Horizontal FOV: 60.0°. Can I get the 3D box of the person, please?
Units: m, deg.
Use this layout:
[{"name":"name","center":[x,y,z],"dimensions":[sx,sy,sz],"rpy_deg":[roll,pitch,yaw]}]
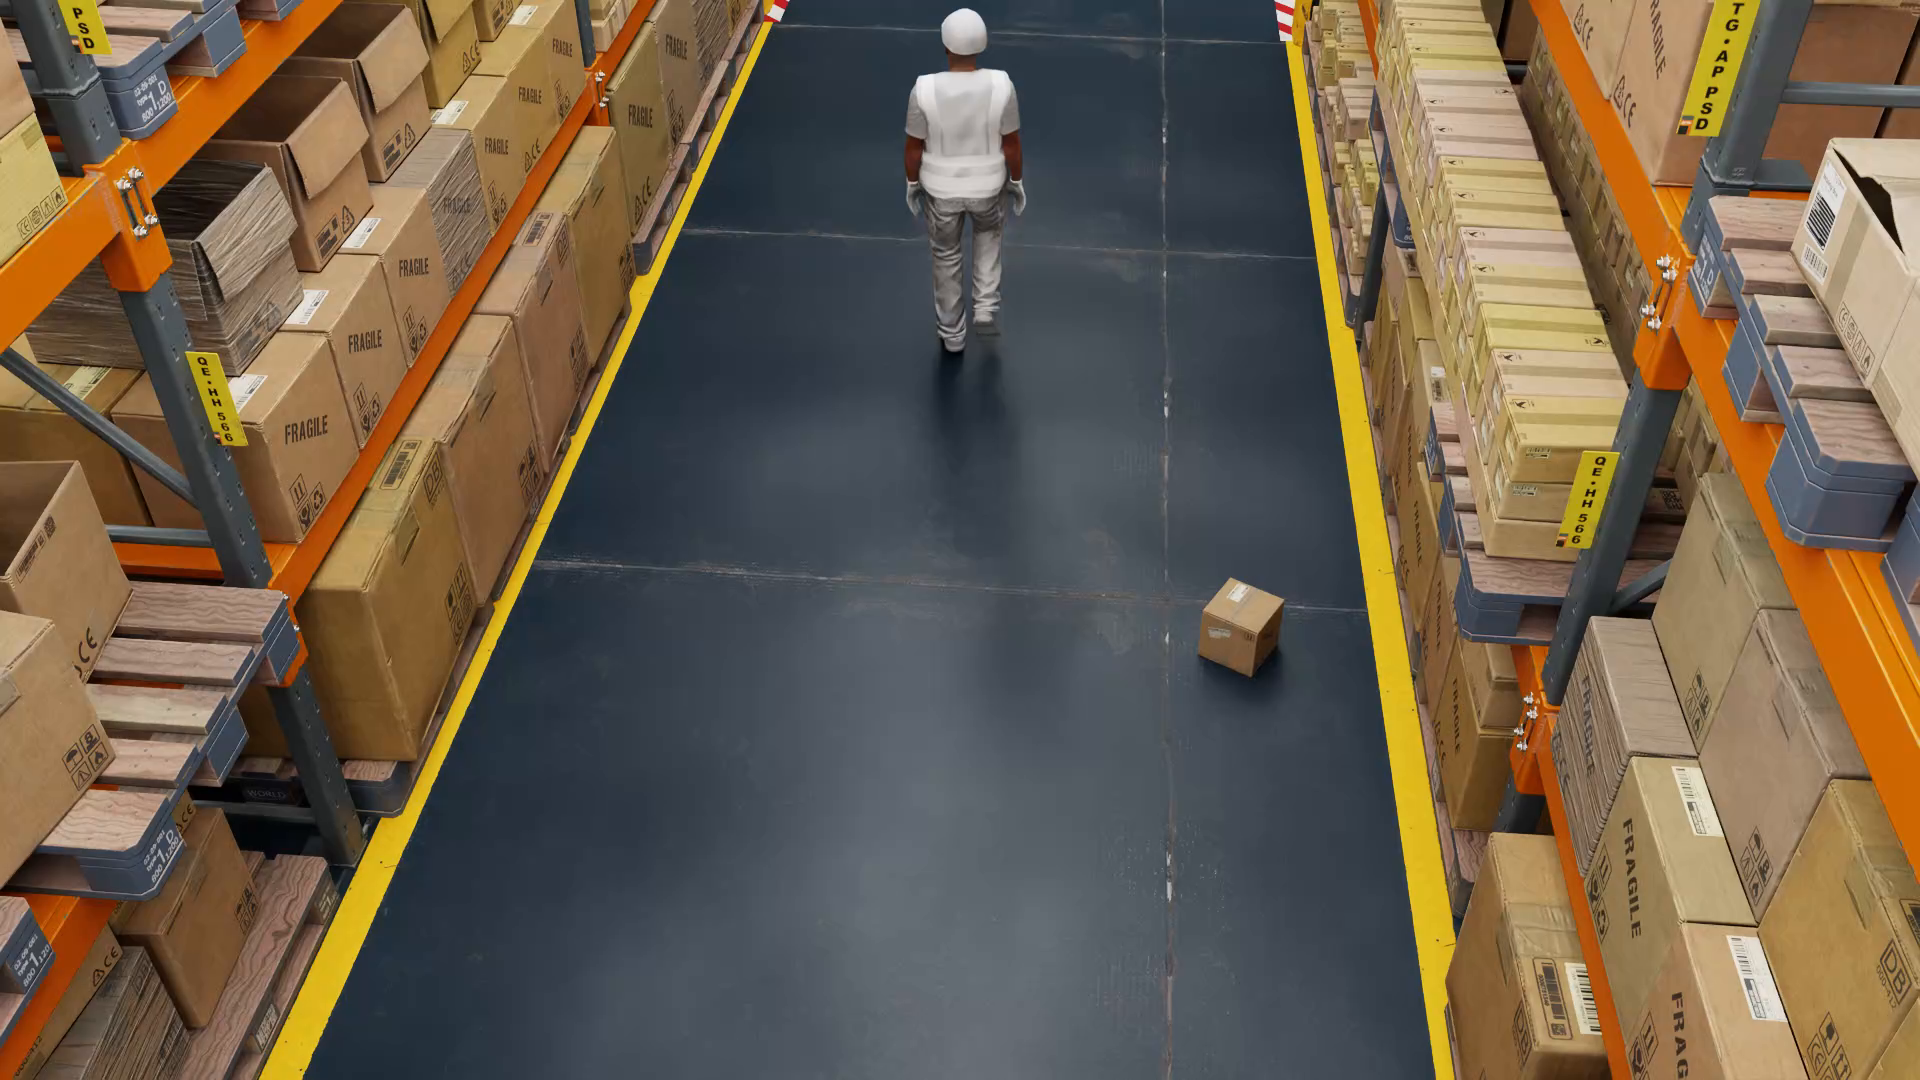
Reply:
[{"name":"person","center":[0.022,-1.773,8.235],"dimensions":[0.596,1.788,0.448],"rpy_deg":[-5,40,-5]}]
